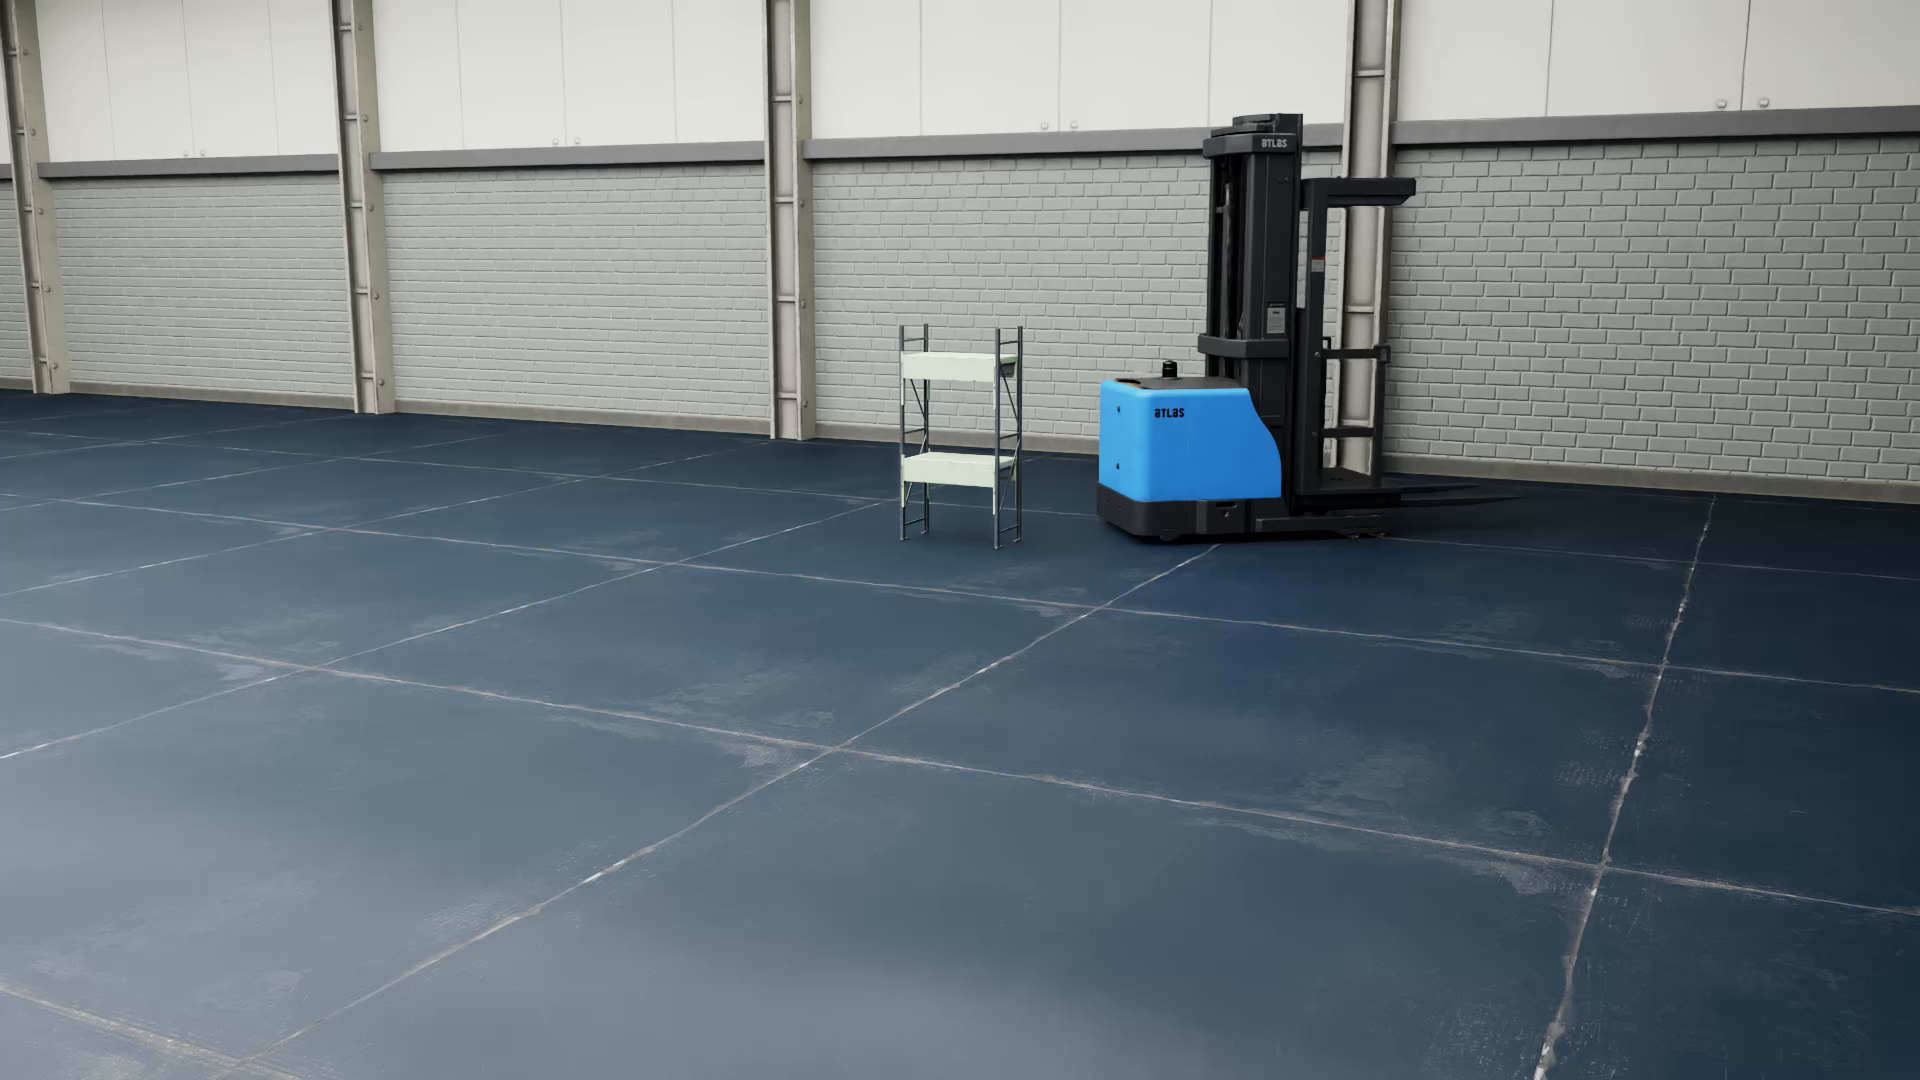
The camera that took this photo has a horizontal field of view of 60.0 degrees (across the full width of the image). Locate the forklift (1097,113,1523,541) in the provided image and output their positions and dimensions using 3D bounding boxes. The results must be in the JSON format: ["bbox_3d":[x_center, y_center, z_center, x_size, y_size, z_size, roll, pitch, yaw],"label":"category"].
[{"bbox_3d":[2.588,-1.541,12.017,3.031,2.935,1.130,-2,10,-11],"label":"forklift"}]

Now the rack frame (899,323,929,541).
[{"bbox_3d":[-0.322,-0.766,11.753,0.023,1.500,0.400,5,11,26],"label":"rack frame"}]

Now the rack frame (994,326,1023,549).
[{"bbox_3d":[0.334,-0.709,11.434,0.023,1.500,0.400,5,11,26],"label":"rack frame"}]

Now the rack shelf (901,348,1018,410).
[{"bbox_3d":[0.006,-1.122,11.524,0.720,0.370,0.431,5,11,26],"label":"rack shelf"}]

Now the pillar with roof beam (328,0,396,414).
[{"bbox_3d":[-9.064,-5.306,15.778,0.400,9.000,9.100,5,11,26],"label":"pillar with roof beam"}]

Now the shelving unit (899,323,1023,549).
[{"bbox_3d":[0.006,-0.737,11.594,0.755,1.500,0.431,5,11,26],"label":"shelving unit"}]

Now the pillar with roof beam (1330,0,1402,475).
[{"bbox_3d":[1.697,-4.360,10.553,0.400,9.000,9.100,5,11,26],"label":"pillar with roof beam"}]

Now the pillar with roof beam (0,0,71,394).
[{"bbox_3d":[-14.445,-5.778,18.390,0.400,9.000,9.100,5,11,26],"label":"pillar with roof beam"}]

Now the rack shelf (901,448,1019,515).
[{"bbox_3d":[0.006,-0.417,11.652,0.720,0.370,0.431,5,11,26],"label":"rack shelf"}]

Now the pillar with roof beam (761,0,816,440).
[{"bbox_3d":[-3.684,-4.833,13.165,0.400,9.000,9.100,5,11,26],"label":"pillar with roof beam"}]
